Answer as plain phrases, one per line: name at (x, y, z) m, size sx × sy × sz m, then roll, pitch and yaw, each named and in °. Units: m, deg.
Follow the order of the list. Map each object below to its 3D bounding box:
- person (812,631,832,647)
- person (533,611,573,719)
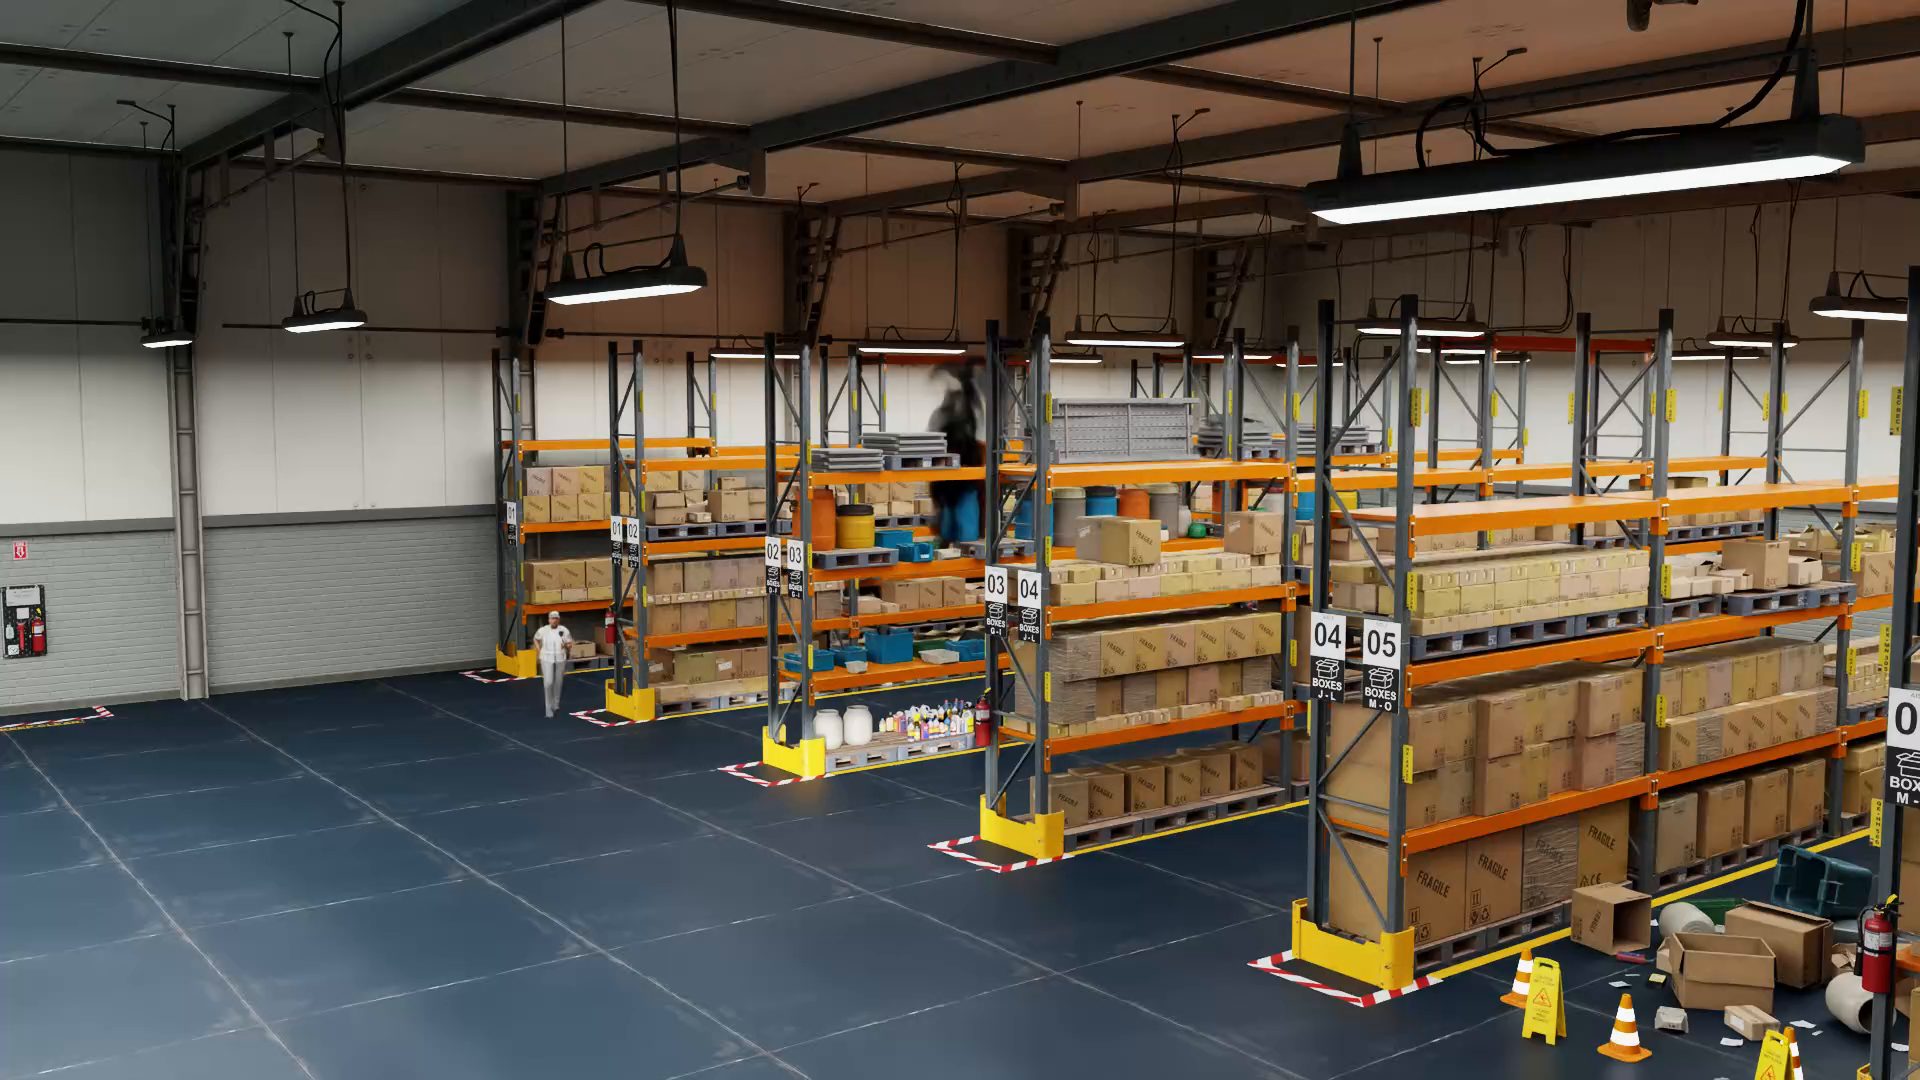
person at (-2.765, 1.534, 32.032) m, size 0.554 × 1.651 × 0.616 m, roll -5°, pitch 7°, yaw -43°
person at (-6.533, 1.997, 26.783) m, size 0.586 × 1.731 × 0.747 m, roll -2°, pitch 5°, yaw -23°
